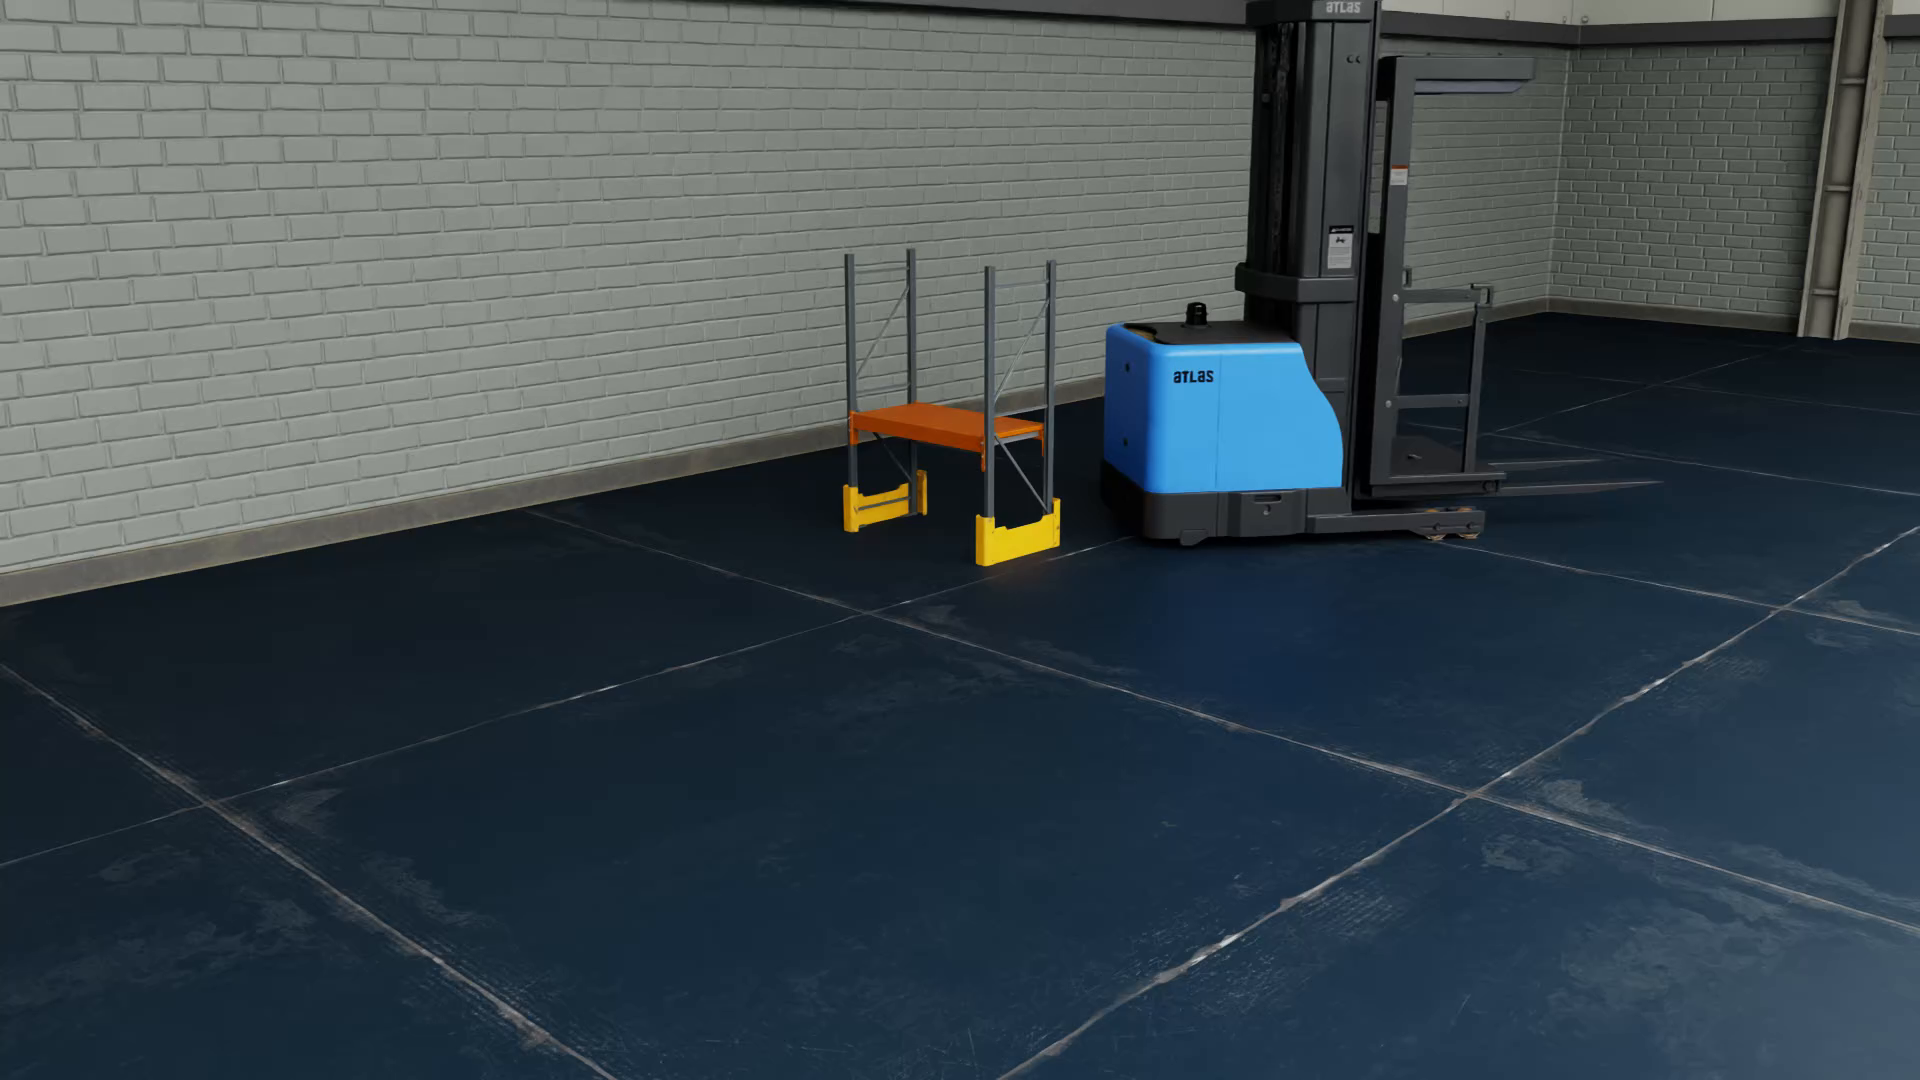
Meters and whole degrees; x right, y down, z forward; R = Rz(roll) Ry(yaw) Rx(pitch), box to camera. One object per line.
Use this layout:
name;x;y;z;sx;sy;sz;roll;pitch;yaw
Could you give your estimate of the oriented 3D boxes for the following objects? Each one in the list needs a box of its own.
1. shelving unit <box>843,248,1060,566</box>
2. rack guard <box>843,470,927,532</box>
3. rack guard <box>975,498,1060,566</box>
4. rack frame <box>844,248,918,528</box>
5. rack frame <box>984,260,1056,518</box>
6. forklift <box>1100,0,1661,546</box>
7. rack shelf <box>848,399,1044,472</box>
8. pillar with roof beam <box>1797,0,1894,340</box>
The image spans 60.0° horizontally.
shelving unit;-0.055;-0.739;8.794;1.083;1.500;0.587;14;20;42
rack guard;-0.413;-0.221;9.286;0.087;0.250;0.587;14;20;42
rack guard;0.304;-0.047;8.617;0.087;0.250;0.587;14;20;42
rack frame;-0.427;-0.830;9.142;0.032;1.500;0.500;14;20;42
rack frame;0.305;-0.652;8.459;0.032;1.500;0.500;14;20;42
forklift;2.371;-1.544;9.045;3.031;2.935;1.130;-3;15;-10
rack shelf;-0.061;-0.567;8.846;1.000;0.185;0.538;14;20;42
pillar with roof beam;5.735;-5.629;12.688;0.400;9.000;9.100;14;20;42
